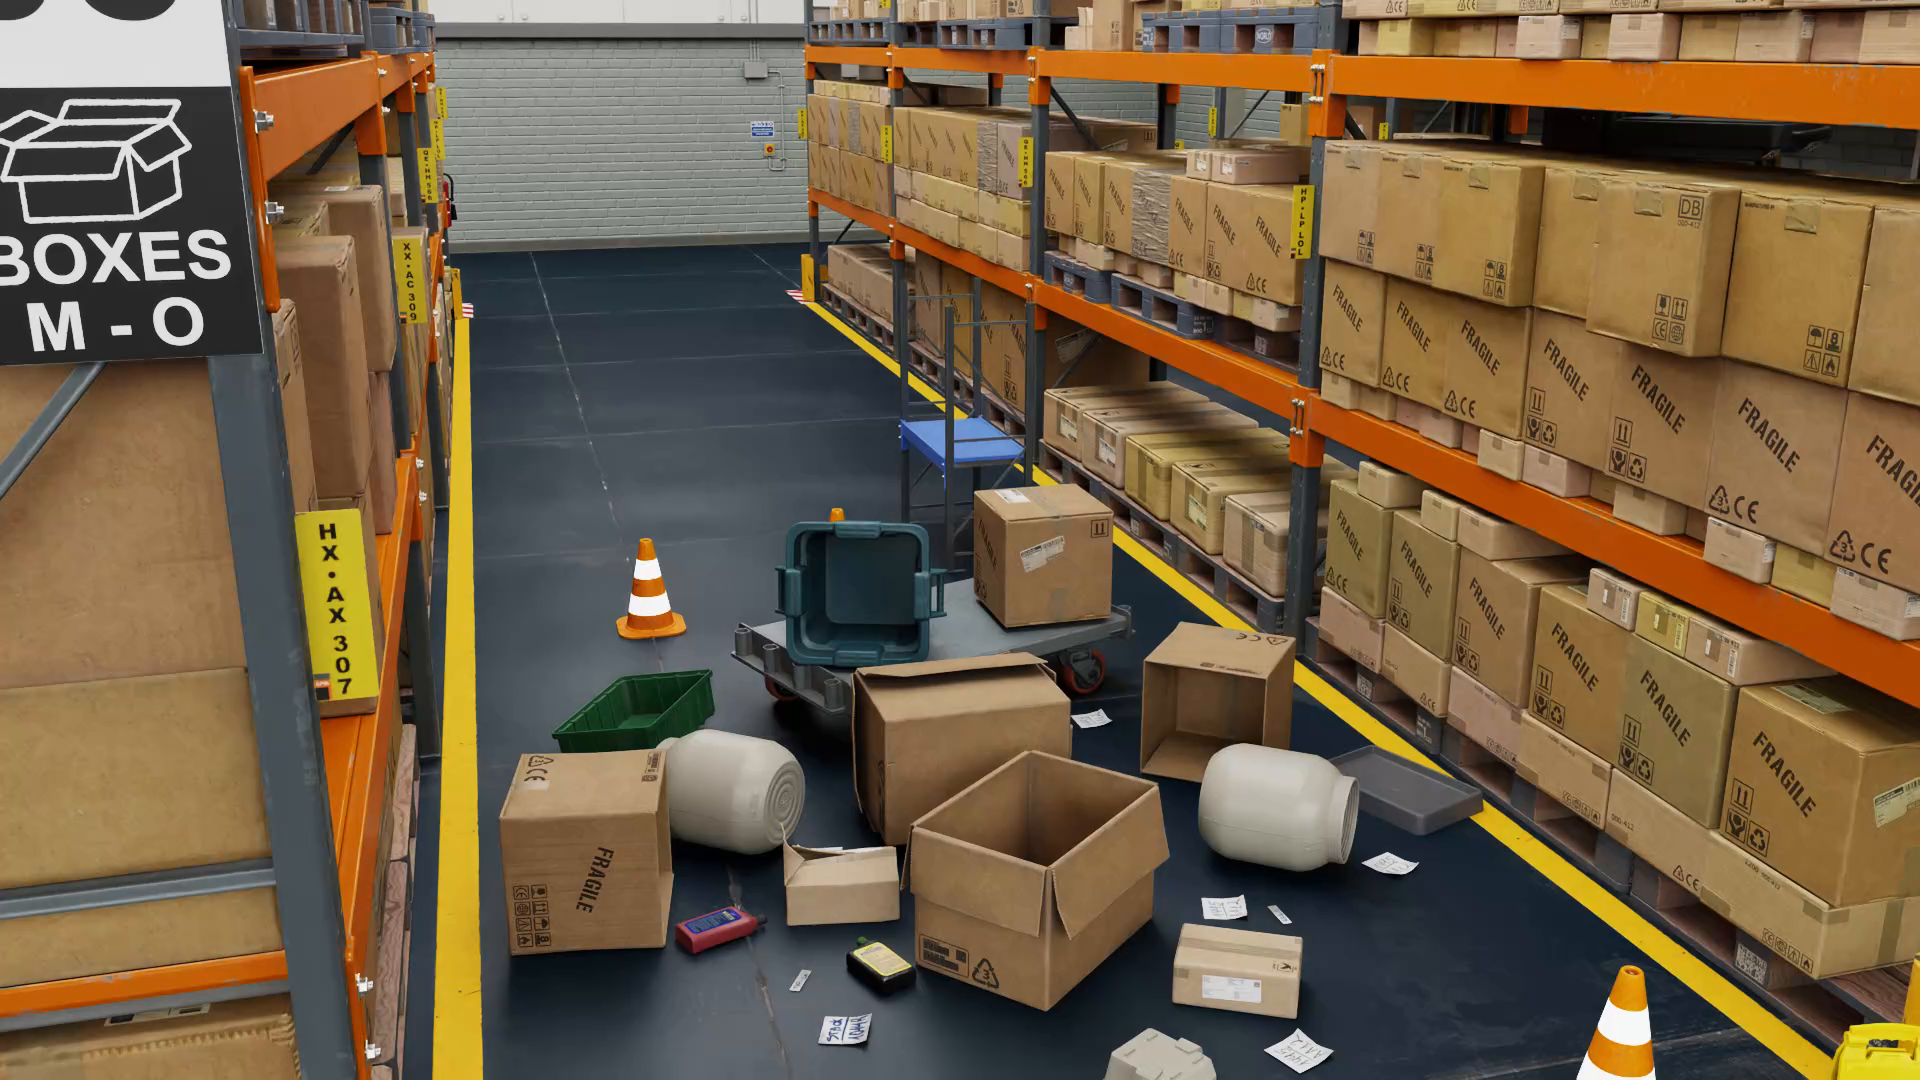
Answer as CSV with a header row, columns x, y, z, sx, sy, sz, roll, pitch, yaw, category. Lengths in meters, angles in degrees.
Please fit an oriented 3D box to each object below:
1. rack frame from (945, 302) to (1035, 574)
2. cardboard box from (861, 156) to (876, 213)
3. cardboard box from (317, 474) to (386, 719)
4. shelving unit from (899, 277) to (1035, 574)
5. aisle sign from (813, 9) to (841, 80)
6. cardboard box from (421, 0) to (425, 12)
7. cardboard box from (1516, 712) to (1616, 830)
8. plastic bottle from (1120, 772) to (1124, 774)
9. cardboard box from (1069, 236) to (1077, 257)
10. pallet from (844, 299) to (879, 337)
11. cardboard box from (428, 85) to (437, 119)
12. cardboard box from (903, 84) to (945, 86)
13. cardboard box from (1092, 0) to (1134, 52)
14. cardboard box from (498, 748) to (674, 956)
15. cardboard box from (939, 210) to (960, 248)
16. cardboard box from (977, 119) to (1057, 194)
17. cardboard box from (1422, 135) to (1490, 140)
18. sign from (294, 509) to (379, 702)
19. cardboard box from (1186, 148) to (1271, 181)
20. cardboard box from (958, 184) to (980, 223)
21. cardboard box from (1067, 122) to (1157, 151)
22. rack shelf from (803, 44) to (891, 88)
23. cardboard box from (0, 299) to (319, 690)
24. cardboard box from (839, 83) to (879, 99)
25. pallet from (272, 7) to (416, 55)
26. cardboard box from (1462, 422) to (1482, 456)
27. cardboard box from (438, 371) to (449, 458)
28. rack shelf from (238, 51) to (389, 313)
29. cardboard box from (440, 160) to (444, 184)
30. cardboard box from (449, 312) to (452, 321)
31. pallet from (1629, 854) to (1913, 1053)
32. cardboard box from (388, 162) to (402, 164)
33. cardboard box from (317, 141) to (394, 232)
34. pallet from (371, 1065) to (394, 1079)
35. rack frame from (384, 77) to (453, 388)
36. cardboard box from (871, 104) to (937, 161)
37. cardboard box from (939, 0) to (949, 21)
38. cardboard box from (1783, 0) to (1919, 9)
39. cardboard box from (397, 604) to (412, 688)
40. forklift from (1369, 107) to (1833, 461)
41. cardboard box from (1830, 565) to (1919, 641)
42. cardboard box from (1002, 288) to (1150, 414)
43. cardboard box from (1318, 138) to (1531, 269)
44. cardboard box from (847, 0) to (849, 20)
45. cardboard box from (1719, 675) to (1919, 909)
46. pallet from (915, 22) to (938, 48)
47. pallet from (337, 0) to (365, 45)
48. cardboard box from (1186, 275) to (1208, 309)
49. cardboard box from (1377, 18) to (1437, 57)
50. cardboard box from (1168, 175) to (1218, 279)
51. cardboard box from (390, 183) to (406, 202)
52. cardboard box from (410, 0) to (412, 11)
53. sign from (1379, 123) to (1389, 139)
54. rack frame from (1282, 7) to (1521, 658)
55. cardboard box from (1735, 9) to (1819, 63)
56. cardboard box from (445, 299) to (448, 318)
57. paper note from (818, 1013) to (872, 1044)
x,y,z,sx,sy,sz,roll,pitch,yaw,category
0.163,-0.554,9.190,0.500,1.500,0.032,-5,17,-15,rack frame
-0.644,-3.433,15.992,0.500,0.500,0.500,-5,17,-17,cardboard box
-1.909,0.118,4.086,0.875,0.550,0.550,-5,17,-15,cardboard box
0.023,-0.695,9.658,0.538,1.500,1.048,-5,17,-15,shelving unit
-1.522,-5.483,18.474,0.394,0.787,0.004,-5,17,-15,aisle sign
-5.015,-4.750,14.730,0.500,0.250,0.500,-4,17,-14,cardboard box
2.409,0.810,6.092,0.500,0.250,0.500,-5,18,-17,cardboard box
0.626,0.991,6.548,0.133,0.061,0.283,-2,17,-6,plastic bottle
0.931,-1.924,10.849,0.380,0.149,0.250,-6,18,-19,cardboard box
-0.597,-2.354,17.422,1.003,0.211,1.213,-5,17,-15,pallet
-5.299,-4.101,15.962,0.500,0.500,0.500,-4,17,-12,cardboard box
-0.361,-4.429,16.445,0.380,0.149,0.250,-5,17,-15,cardboard box
1.226,-3.250,10.170,0.700,0.500,0.500,-5,17,-15,cardboard box
-1.244,1.042,5.611,0.500,0.500,0.500,-2,17,-6,cardboard box
0.141,-2.495,13.306,0.500,0.250,0.500,-5,17,-16,cardboard box
0.433,-2.819,12.210,0.500,0.500,0.500,-4,17,-14,cardboard box
4.708,-3.483,15.428,0.700,0.500,0.500,-5,17,-15,cardboard box
-1.023,0.109,2.733,0.100,0.325,0.005,-5,17,-15,sign
1.430,-1.998,8.840,0.380,0.149,0.250,-5,18,-18,cardboard box
0.293,-2.591,12.757,0.500,0.250,0.500,-5,17,-17,cardboard box
1.075,-2.711,11.851,0.500,0.500,0.500,-5,18,-17,cardboard box
-0.674,-4.780,16.688,1.077,0.370,4.000,-5,17,-15,rack shelf
-1.623,-0.091,2.903,0.875,0.550,0.550,-5,17,-15,cardboard box
-1.006,-4.526,16.767,0.380,0.149,0.250,-5,17,-17,cardboard box
-3.218,-2.472,8.083,1.003,0.211,1.213,-4,17,-13,pallet
2.212,-0.410,6.539,0.380,0.149,0.250,-5,17,-16,cardboard box
-3.706,-0.829,11.113,0.500,0.500,0.500,-5,18,-18,cardboard box
-2.108,-1.042,4.242,1.077,0.370,4.000,-5,17,-15,rack shelf
-5.584,-3.908,17.058,0.500,0.500,0.500,-4,17,-14,cardboard box
-5.241,-2.253,16.463,0.380,0.149,0.250,-6,18,-18,cardboard box
2.963,1.271,5.353,1.003,0.211,1.213,-5,17,-15,pallet
-4.414,-2.840,12.865,0.380,0.149,0.250,-5,18,-17,cardboard box
-3.643,-2.011,9.521,0.700,0.500,0.500,-5,17,-16,cardboard box
-1.853,1.724,3.845,1.003,0.211,1.213,-5,17,-15,pallet
-4.856,-2.716,13.778,1.000,3.000,0.127,-5,17,-15,rack frame
-0.519,-3.770,15.378,0.500,0.500,0.500,-5,17,-16,cardboard box
0.041,-4.175,12.927,0.396,0.266,0.258,-3,17,-11,cardboard box
2.650,-1.583,4.539,0.500,0.250,0.500,-5,17,-16,cardboard box
-2.914,0.209,7.223,1.050,0.750,0.750,-5,17,-16,cardboard box
3.782,-1.143,8.662,3.031,2.935,1.130,13,21,36,forklift
2.689,0.157,4.652,0.380,0.149,0.250,-5,17,-16,cardboard box
0.865,-1.410,12.394,0.875,0.875,0.875,-5,17,-16,cardboard box
1.987,-1.452,7.144,0.700,0.500,0.500,-5,17,-16,cardboard box
-0.860,-5.466,16.973,0.500,0.311,0.500,-4,17,-14,cardboard box
2.703,0.740,5.020,0.500,0.500,0.500,-5,17,-15,cardboard box
0.175,-4.230,13.939,0.805,0.209,1.217,-5,18,-17,pallet
-2.443,-1.670,5.237,1.003,0.211,1.213,-5,17,-15,pallet
1.433,-1.336,8.893,0.380,0.149,0.250,-5,17,-15,cardboard box
1.940,-2.056,6.804,0.380,0.149,0.250,-5,17,-15,cardboard box
1.453,-1.703,8.988,0.500,0.500,0.500,-4,17,-13,cardboard box
-3.837,-2.260,10.935,0.380,0.149,0.250,-5,17,-16,cardboard box
-3.944,-3.548,11.163,0.500,0.500,0.500,-5,17,-15,cardboard box
4.128,-3.898,16.210,0.100,0.325,0.005,-5,17,-15,sign
2.074,-0.922,7.807,1.000,3.000,0.127,-5,17,-15,rack frame
2.547,-1.491,4.926,0.380,0.149,0.250,-5,17,-16,cardboard box
-5.038,-2.174,15.685,0.380,0.149,0.250,-5,17,-16,cardboard box
-0.345,1.470,5.008,0.144,0.017,0.142,1,17,4,paper note
